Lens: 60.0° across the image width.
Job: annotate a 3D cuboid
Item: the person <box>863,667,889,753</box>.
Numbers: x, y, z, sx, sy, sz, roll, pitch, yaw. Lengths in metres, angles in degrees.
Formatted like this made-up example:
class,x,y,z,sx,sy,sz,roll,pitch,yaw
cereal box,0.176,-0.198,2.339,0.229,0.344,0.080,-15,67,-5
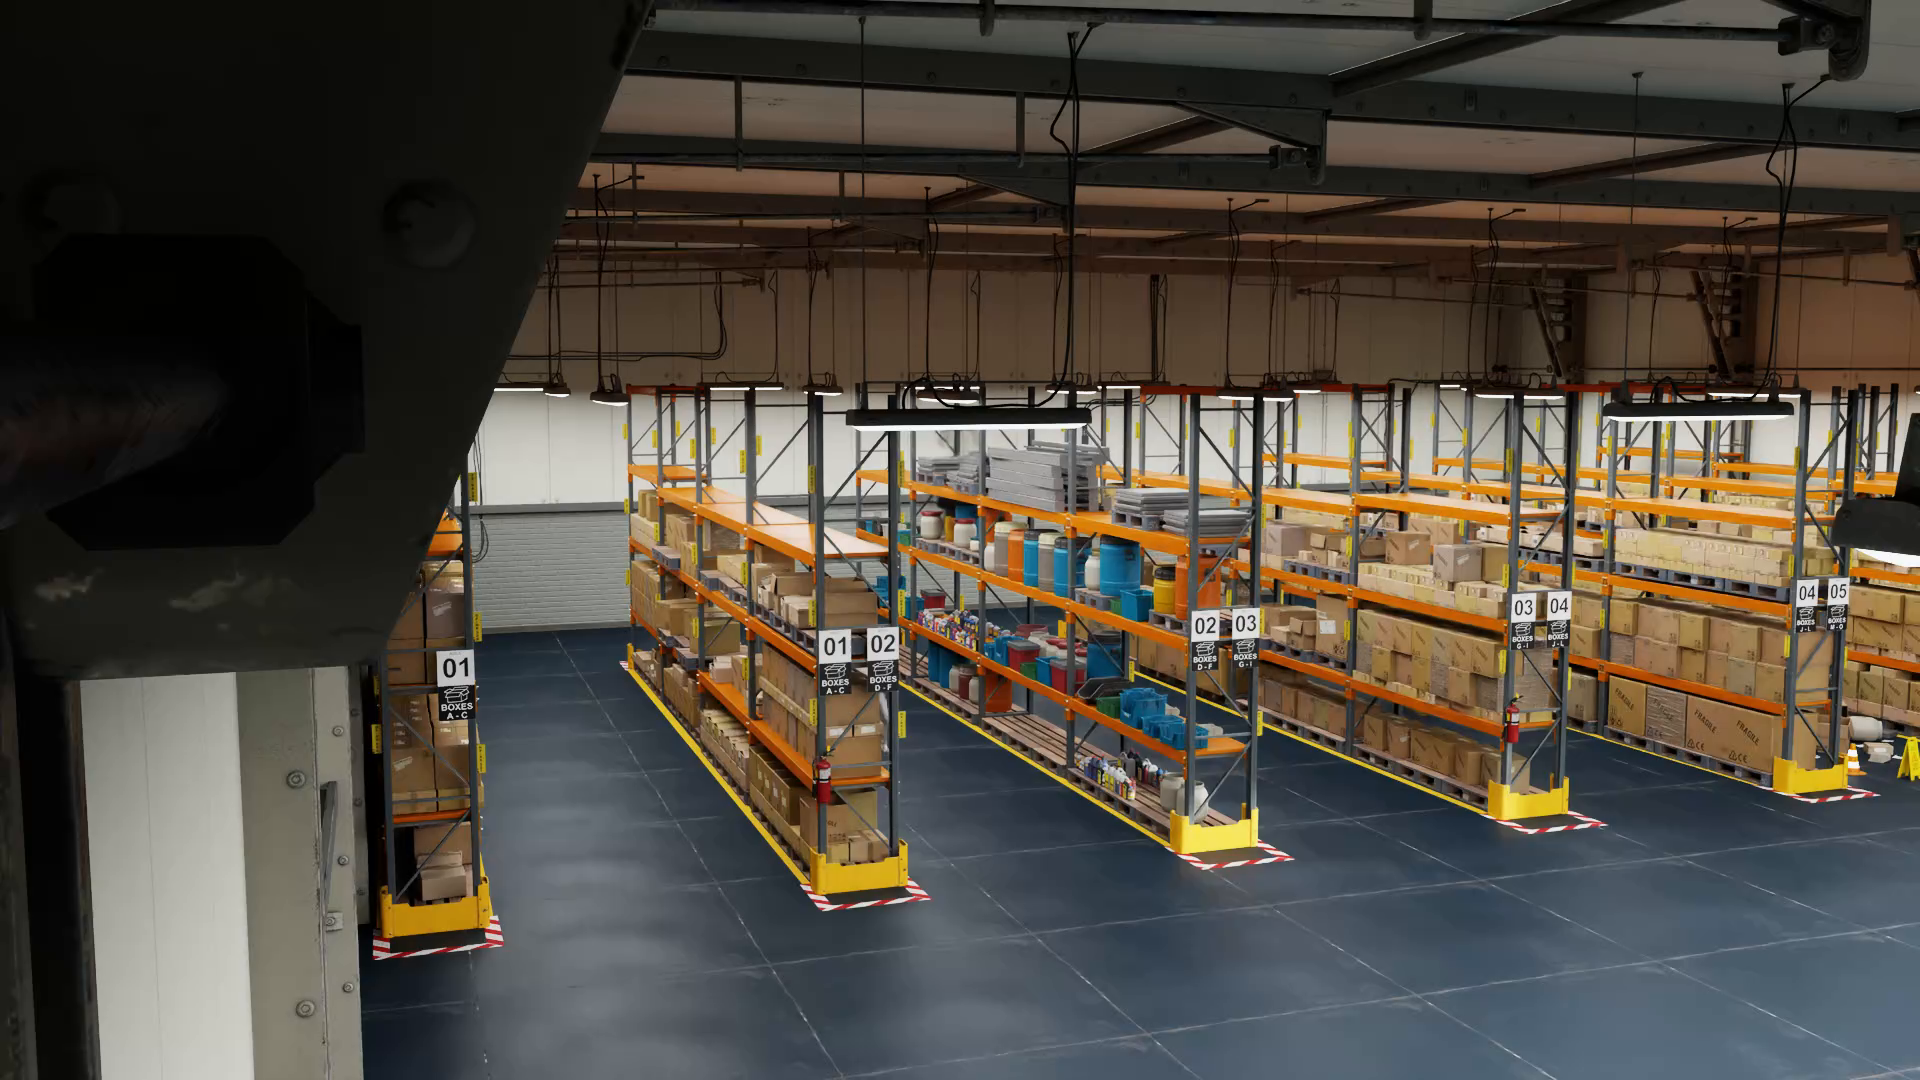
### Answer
class,x,y,z,sx,sy,sz,roll,pitch,yaw
person,-1.430,2.660,27.592,0.507,1.710,0.809,-4,7,-32

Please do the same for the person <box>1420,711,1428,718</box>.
class,x,y,z,sx,sy,sz,roll,pitch,yaw
person,8.318,2.321,30.617,0.694,1.774,0.999,-3,7,-30
